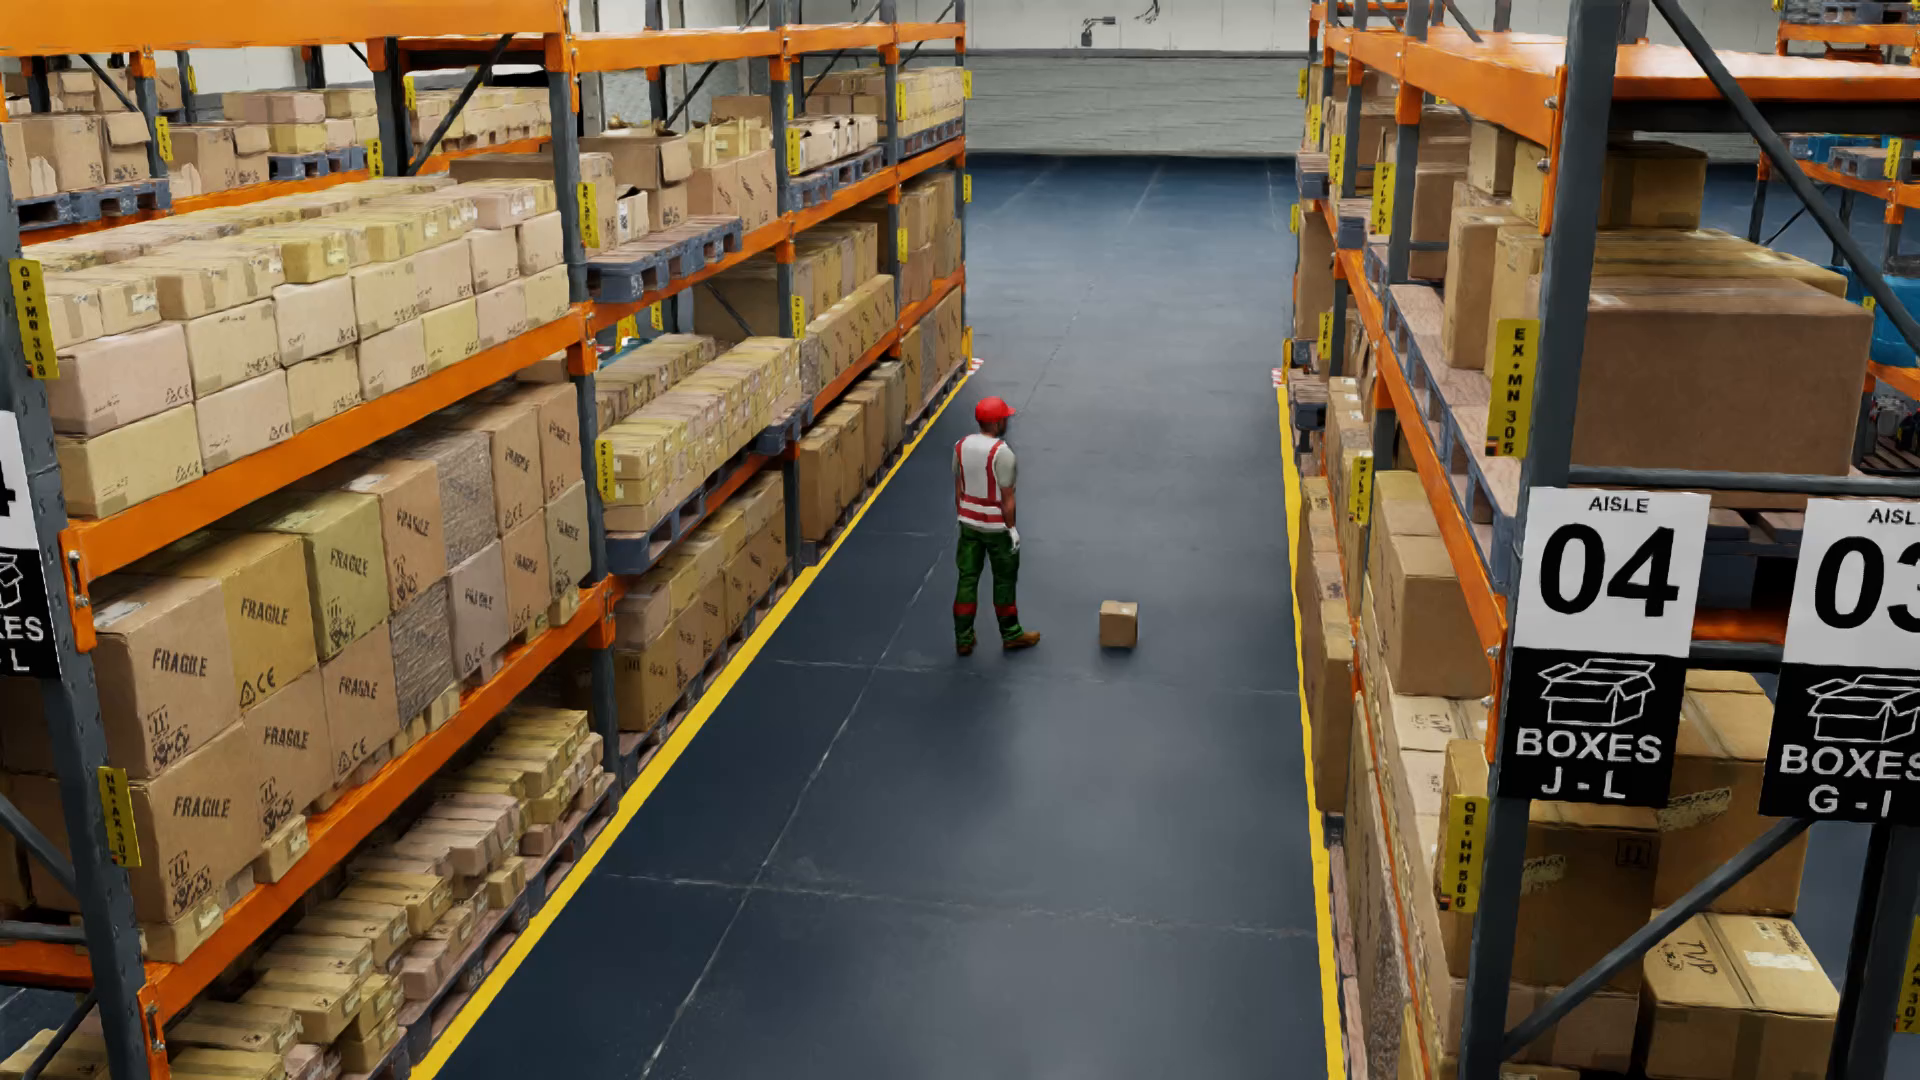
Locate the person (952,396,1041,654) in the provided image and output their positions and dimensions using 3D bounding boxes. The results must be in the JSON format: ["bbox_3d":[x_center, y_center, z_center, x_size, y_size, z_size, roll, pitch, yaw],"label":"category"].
[{"bbox_3d":[0.224,-0.117,11.357,0.544,1.792,0.585,12,21,34],"label":"person"}]
